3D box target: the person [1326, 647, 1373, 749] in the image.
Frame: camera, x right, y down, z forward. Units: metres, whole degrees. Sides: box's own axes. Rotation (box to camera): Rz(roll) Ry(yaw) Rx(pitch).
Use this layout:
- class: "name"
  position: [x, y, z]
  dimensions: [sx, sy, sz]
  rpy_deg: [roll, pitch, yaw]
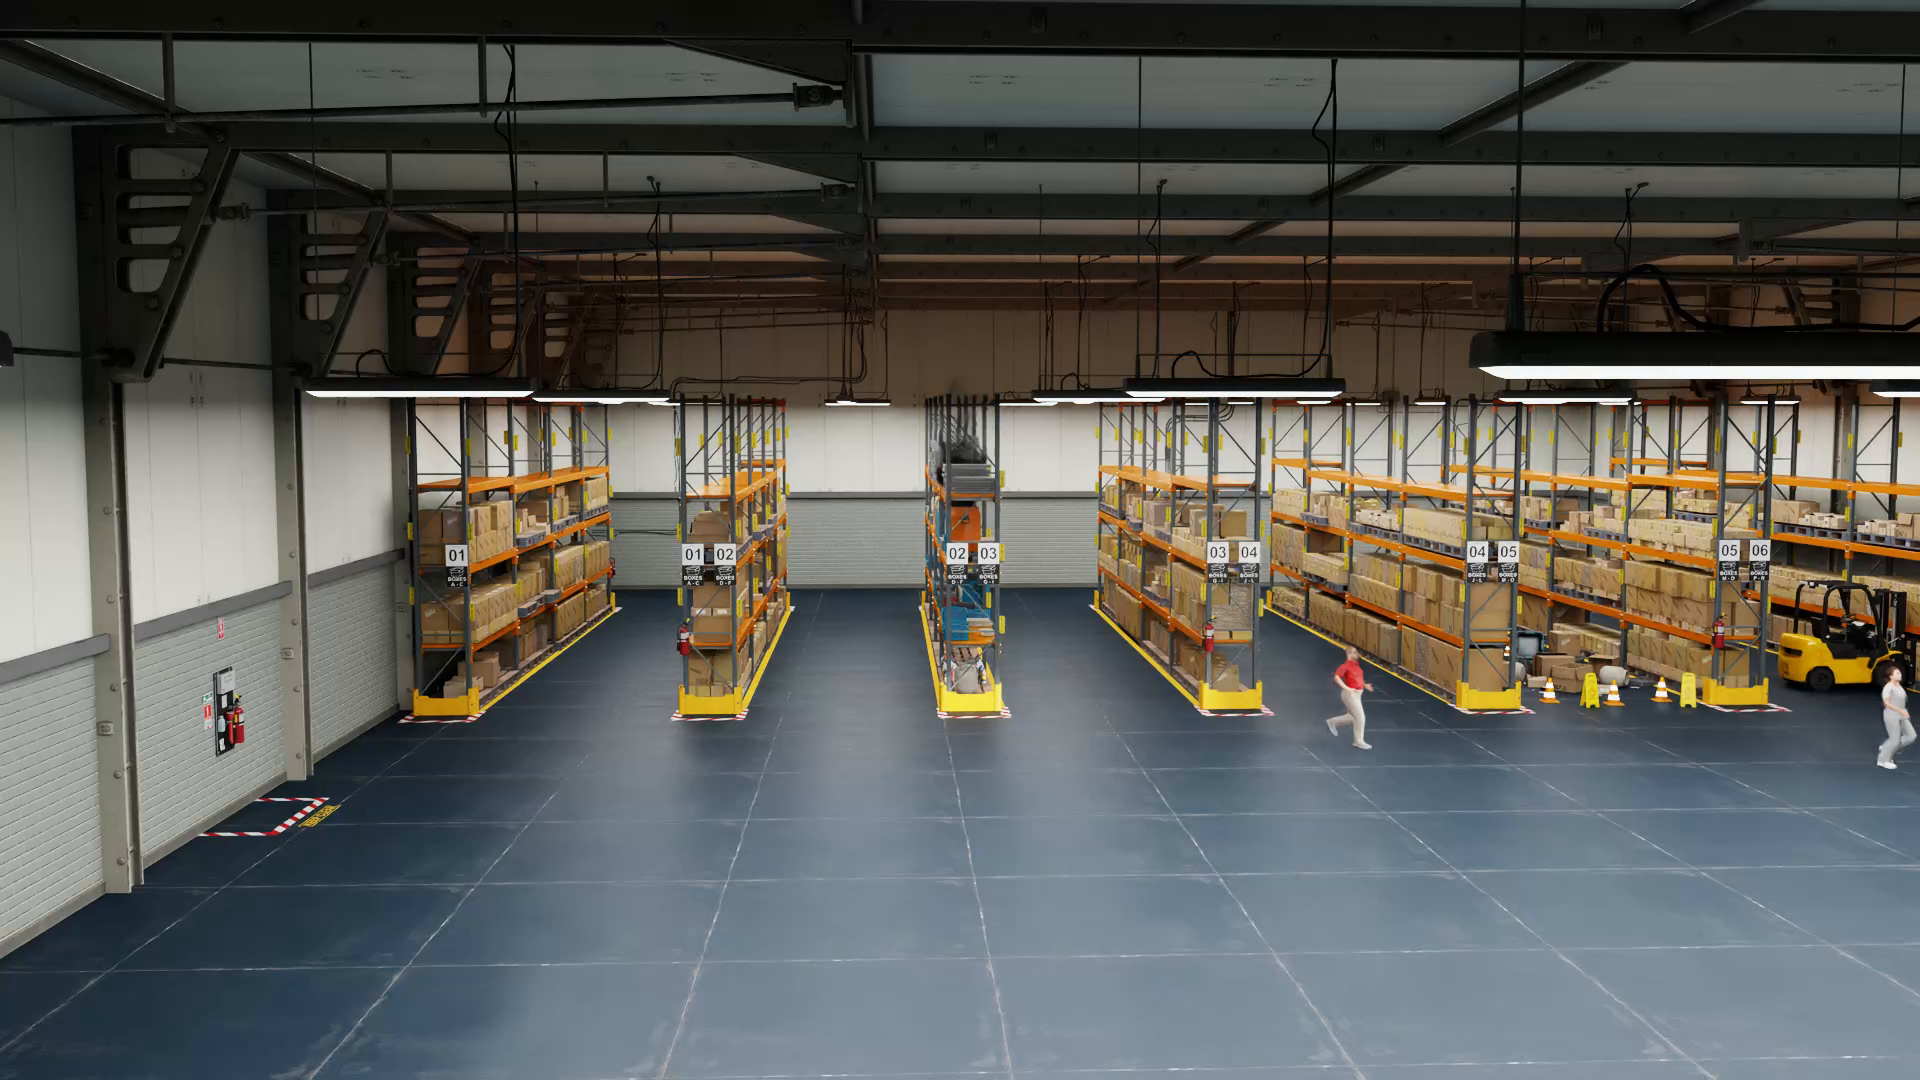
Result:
- class: "person"
  position: [6.601, 2.660, 28.213]
  dimensions: [0.833, 1.720, 0.663]
  rpy_deg: [3, 5, 31]

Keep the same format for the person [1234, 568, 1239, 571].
- class: "person"
  position: [7.708, 1.280, 45.412]
  dimensions: [0.587, 1.651, 0.940]
  rpy_deg: [0, 5, -1]

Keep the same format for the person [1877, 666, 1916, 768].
- class: "person"
  position: [14.898, 2.821, 26.449]
  dimensions: [0.577, 1.629, 0.520]
  rpy_deg: [-3, 6, -37]
